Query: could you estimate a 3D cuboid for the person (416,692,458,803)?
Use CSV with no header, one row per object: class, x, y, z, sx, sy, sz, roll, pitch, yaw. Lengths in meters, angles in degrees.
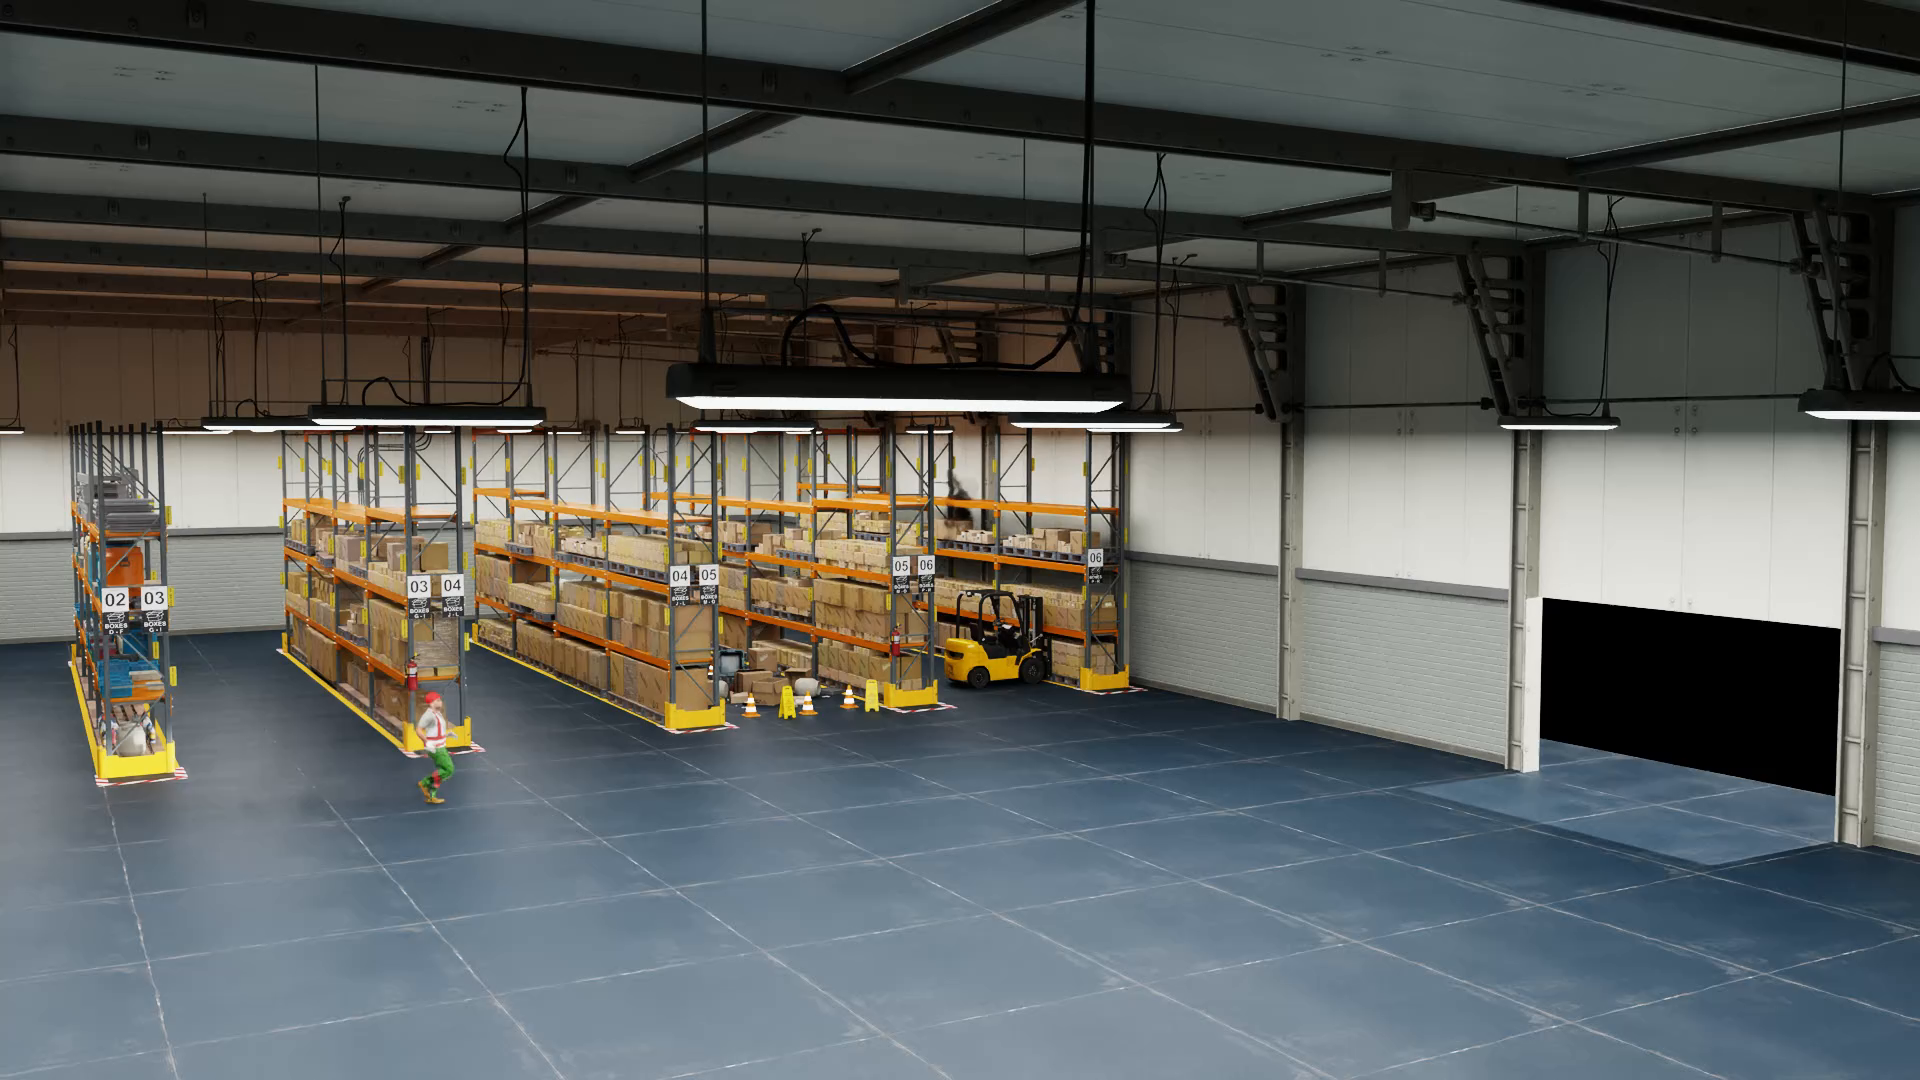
person,-8.156,3.244,25.984,0.586,1.742,0.653,0,4,-5
